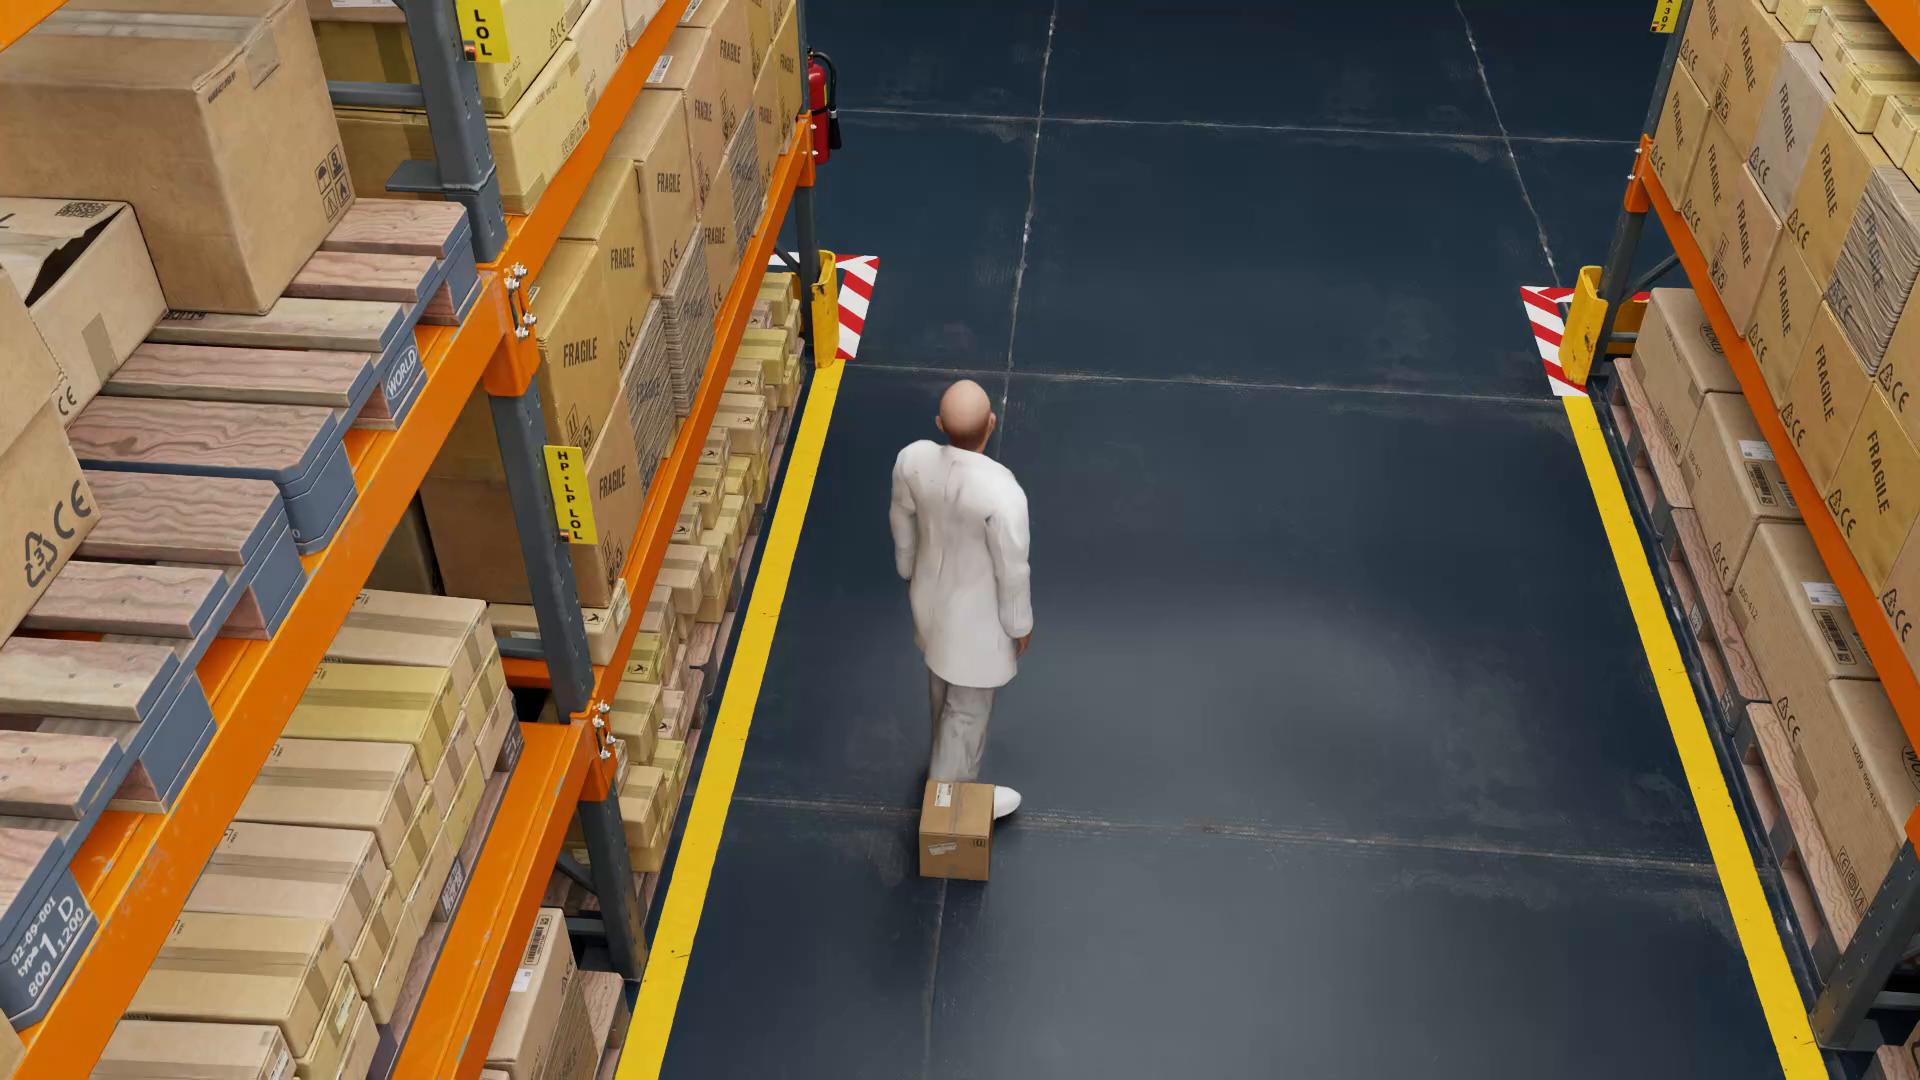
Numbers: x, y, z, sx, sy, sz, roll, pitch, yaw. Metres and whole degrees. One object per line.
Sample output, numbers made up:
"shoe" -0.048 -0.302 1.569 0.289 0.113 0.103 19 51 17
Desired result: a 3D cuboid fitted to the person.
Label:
"person" 0.026 0.208 5.891 0.585 1.779 0.600 -32 49 -33
